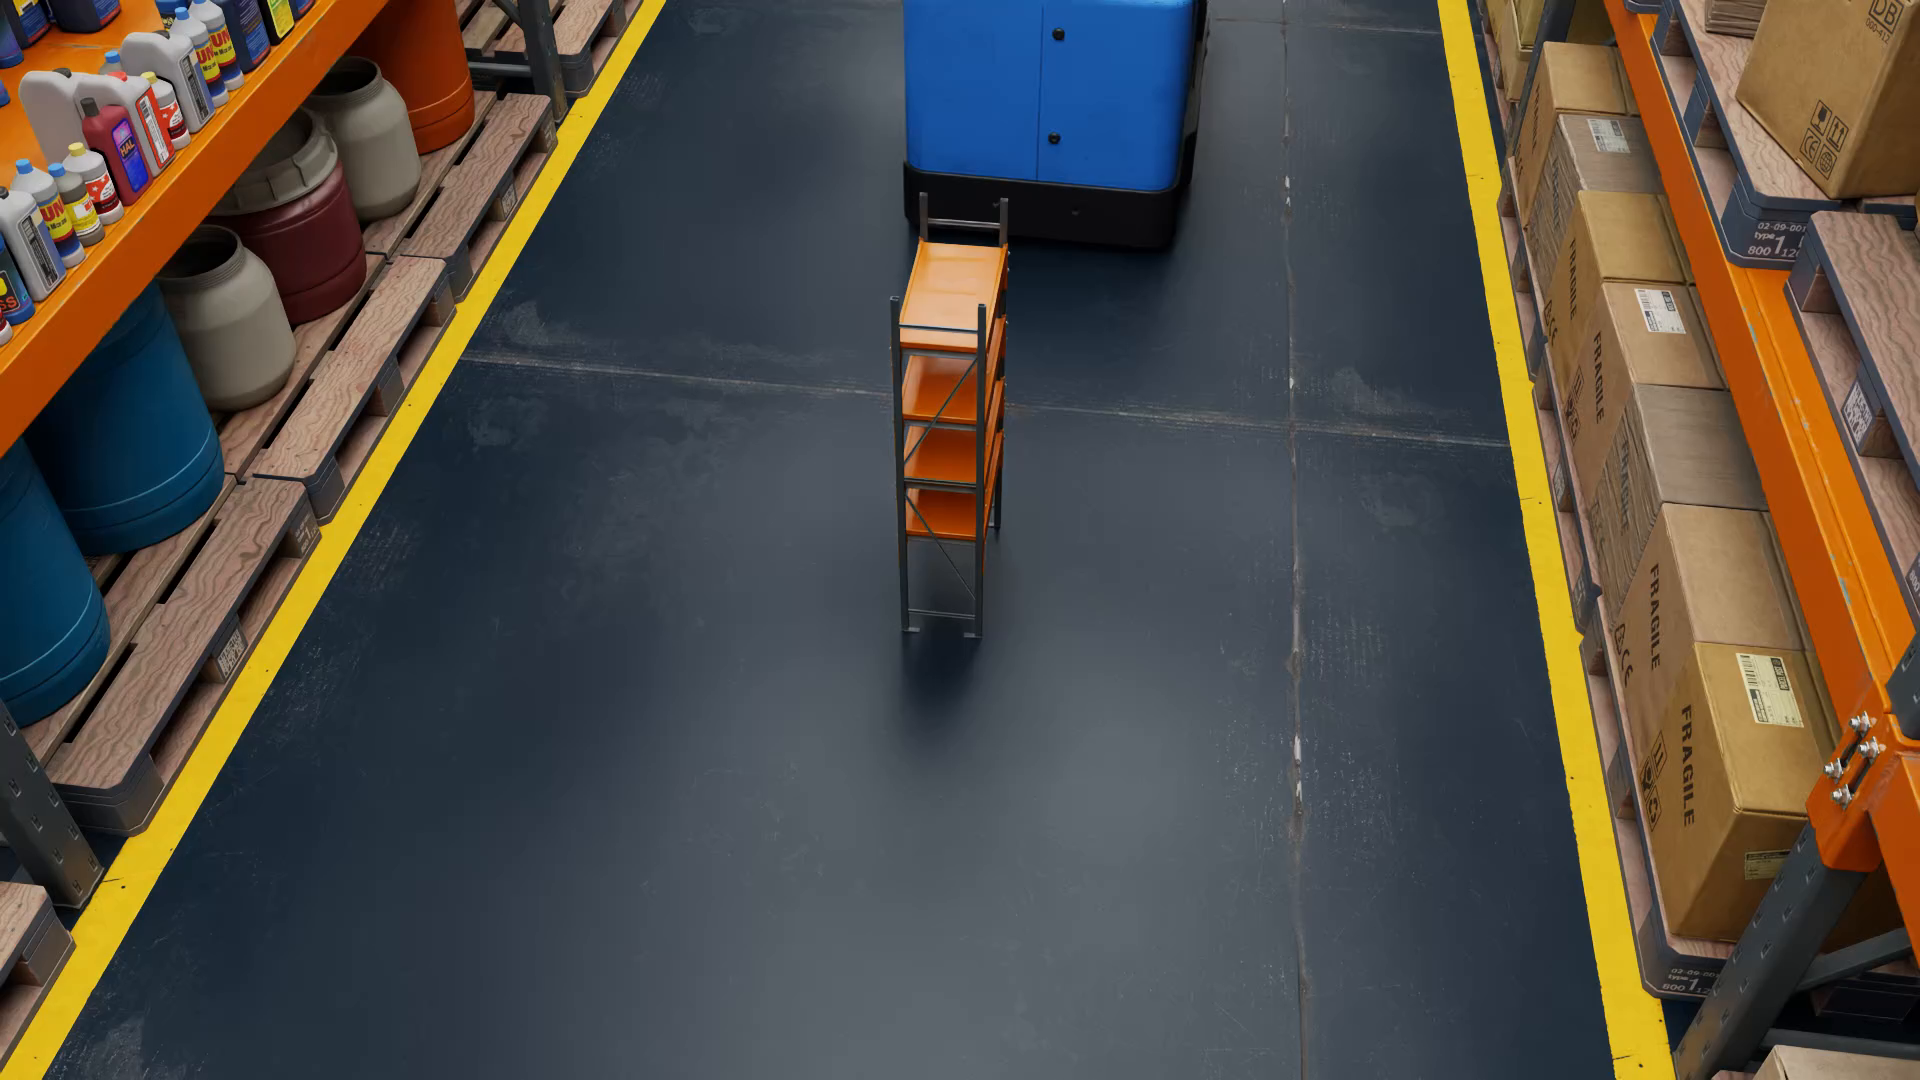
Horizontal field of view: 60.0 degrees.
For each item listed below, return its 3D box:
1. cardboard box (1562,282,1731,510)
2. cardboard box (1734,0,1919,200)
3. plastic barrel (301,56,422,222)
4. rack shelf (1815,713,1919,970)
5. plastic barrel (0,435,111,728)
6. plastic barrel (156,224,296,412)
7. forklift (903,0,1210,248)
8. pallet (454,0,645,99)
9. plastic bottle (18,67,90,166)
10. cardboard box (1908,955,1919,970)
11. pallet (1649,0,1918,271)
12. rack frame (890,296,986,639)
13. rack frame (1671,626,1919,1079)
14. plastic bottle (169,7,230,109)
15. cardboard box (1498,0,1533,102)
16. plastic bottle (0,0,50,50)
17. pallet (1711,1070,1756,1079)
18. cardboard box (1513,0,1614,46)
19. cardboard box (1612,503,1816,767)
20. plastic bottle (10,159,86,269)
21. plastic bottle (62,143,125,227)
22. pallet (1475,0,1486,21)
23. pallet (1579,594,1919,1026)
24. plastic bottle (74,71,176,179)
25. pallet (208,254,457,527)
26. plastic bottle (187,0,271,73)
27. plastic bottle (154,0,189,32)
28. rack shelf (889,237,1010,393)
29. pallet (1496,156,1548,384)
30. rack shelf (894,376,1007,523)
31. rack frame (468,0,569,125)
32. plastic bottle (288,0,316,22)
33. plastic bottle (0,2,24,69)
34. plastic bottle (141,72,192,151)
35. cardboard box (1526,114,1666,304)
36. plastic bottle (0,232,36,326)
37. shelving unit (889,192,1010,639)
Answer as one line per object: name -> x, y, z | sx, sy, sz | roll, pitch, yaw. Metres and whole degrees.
cardboard box -> 2.166, -0.414, 5.004 | 0.500, 0.500, 0.500 | 4, 44, 4
cardboard box -> 2.352, -1.174, 3.930 | 0.700, 0.500, 0.500 | -5, 44, -5
plastic barrel -> -2.235, -1.475, 6.131 | 0.421, 0.512, 0.421 | 0, 43, 0
rack shelf -> 1.915, 1.849, 1.639 | 1.077, 0.370, 4.000 | 5, 44, 6
plastic barrel -> -2.641, 0.012, 4.276 | 0.600, 0.901, 0.708 | 5, 44, 6
plastic barrel -> -2.384, -0.706, 5.318 | 0.421, 0.512, 0.421 | 0, 43, 0
forklift -> 0.538, -3.196, 6.494 | 1.130, 2.935, 3.031 | 7, 44, 7
pallet -> -2.060, -2.466, 7.701 | 1.003, 0.211, 1.213 | 5, 44, 6
plastic bottle -> -2.320, -1.109, 4.330 | 0.152, 0.276, 0.135 | 5, 44, 6
cardboard box -> 2.485, 0.665, 3.864 | 0.500, 0.500, 0.500 | 3, 44, 4
pallet -> 2.456, -1.106, 4.376 | 1.003, 0.211, 1.213 | 5, 44, 6
rack frame -> -0.054, -0.157, 4.543 | 0.240, 1.200, 0.015 | 5, 44, 6
rack frame -> 2.179, 0.225, 2.831 | 1.000, 3.000, 0.127 | 5, 44, 6
plastic bottle -> -2.096, -1.328, 4.564 | 0.097, 0.271, 0.097 | 0, 43, 0
cardboard box -> 2.536, -2.036, 6.913 | 0.500, 0.250, 0.500 | 6, 44, 7
plastic bottle -> -2.787, -1.617, 4.812 | 0.144, 0.351, 0.185 | 5, 44, 6
pallet -> 2.088, 1.705, 3.296 | 1.003, 0.211, 1.213 | 5, 44, 6
cardboard box -> 2.533, -2.238, 6.719 | 0.500, 0.311, 0.500 | 6, 44, 7
cardboard box -> 2.034, 0.274, 4.277 | 0.500, 0.500, 0.500 | 5, 44, 6
plastic bottle -> -2.200, -0.788, 3.994 | 0.097, 0.271, 0.097 | 0, 43, 0
plastic bottle -> -2.175, -0.895, 4.158 | 0.097, 0.201, 0.097 | 0, 43, 0
pallet -> 3.019, -2.875, 8.133 | 1.003, 0.211, 1.213 | 5, 44, 6
pallet -> 2.249, 0.680, 4.379 | 1.003, 0.211, 1.213 | 5, 44, 6
plastic bottle -> -2.169, -1.095, 4.315 | 0.152, 0.276, 0.135 | 5, 44, 6
pallet -> -2.428, -0.571, 5.700 | 1.003, 0.211, 1.213 | 5, 44, 6
plastic bottle -> -2.087, -1.521, 4.711 | 0.144, 0.351, 0.185 | 5, 44, 6
plastic bottle -> -2.213, -1.474, 4.718 | 0.097, 0.271, 0.097 | 0, 43, 0
rack shelf -> -0.022, -0.608, 4.448 | 0.258, 0.148, 0.480 | 5, 44, 6
pallet -> 2.572, -0.983, 6.135 | 1.003, 0.211, 1.213 | 5, 44, 6
rack shelf -> -0.022, -0.274, 4.765 | 0.258, 0.148, 0.480 | 5, 44, 6
rack frame -> -2.201, -2.954, 6.188 | 1.000, 3.000, 0.127 | 5, 44, 6
plastic bottle -> -2.045, -1.738, 4.940 | 0.144, 0.351, 0.185 | 5, 44, 6
plastic bottle -> -2.769, -1.489, 4.734 | 0.097, 0.271, 0.097 | 0, 43, 0
plastic bottle -> -2.126, -1.144, 4.421 | 0.097, 0.201, 0.097 | 0, 43, 0
cardboard box -> 2.301, -1.112, 5.741 | 0.500, 0.500, 0.500 | 4, 44, 4
plastic bottle -> -2.231, -0.630, 3.827 | 0.097, 0.271, 0.097 | 0, 43, 0
shelving unit -> -0.022, -0.323, 4.718 | 0.258, 1.200, 0.503 | 5, 44, 6
